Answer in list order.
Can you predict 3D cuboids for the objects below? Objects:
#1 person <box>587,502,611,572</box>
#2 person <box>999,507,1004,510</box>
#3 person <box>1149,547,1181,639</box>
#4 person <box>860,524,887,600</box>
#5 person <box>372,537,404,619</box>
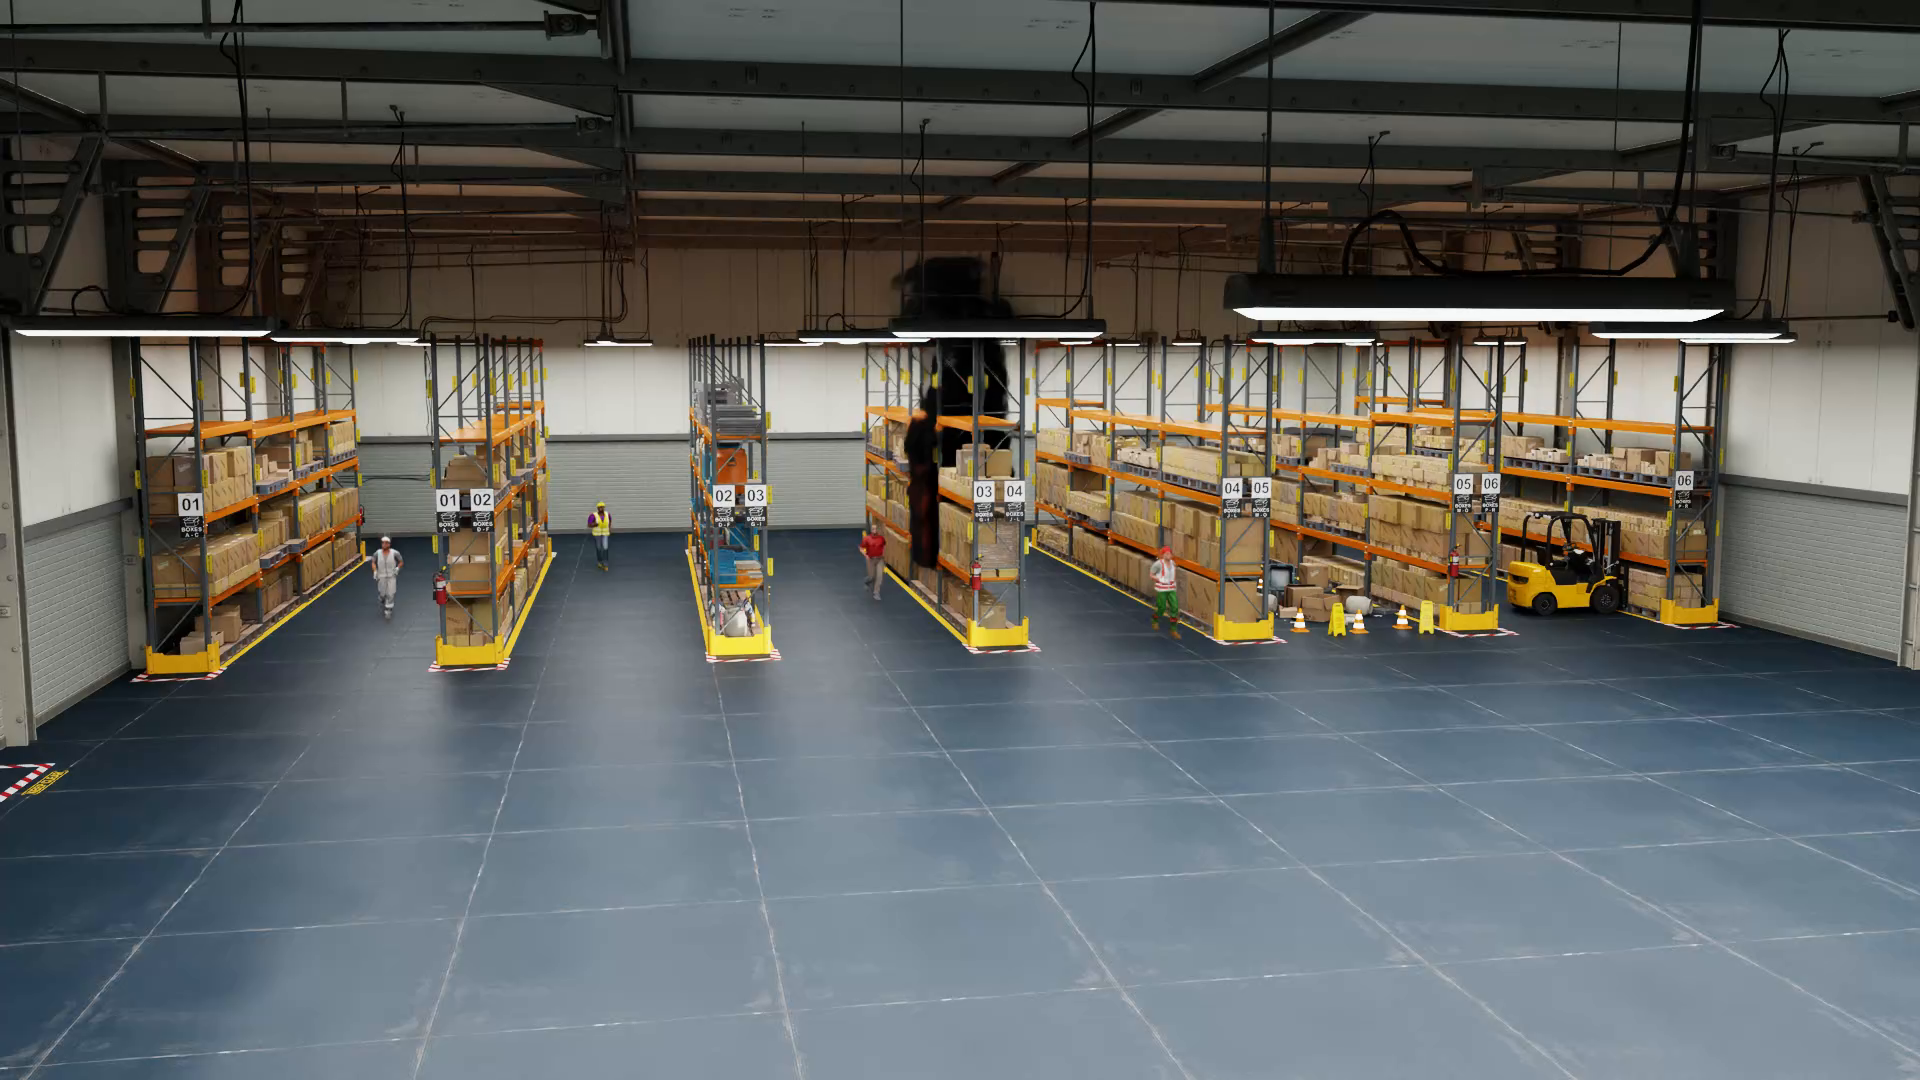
[{"bbox_3d":[-9.331,-0.077,43.115,0.661,1.836,0.771,-2,7,-19],"label":"person"},{"bbox_3d":[0.962,-0.572,47.962,0.664,1.606,0.518,2,7,17],"label":"person"},{"bbox_3d":[4.050,1.012,32.921,0.694,1.788,0.947,-3,7,-24],"label":"person"},{"bbox_3d":[-1.954,0.489,37.949,0.663,1.700,0.752,-2,7,-21],"label":"person"},{"bbox_3d":[-12.192,0.803,35.446,0.645,1.751,0.631,-2,7,-15],"label":"person"}]
